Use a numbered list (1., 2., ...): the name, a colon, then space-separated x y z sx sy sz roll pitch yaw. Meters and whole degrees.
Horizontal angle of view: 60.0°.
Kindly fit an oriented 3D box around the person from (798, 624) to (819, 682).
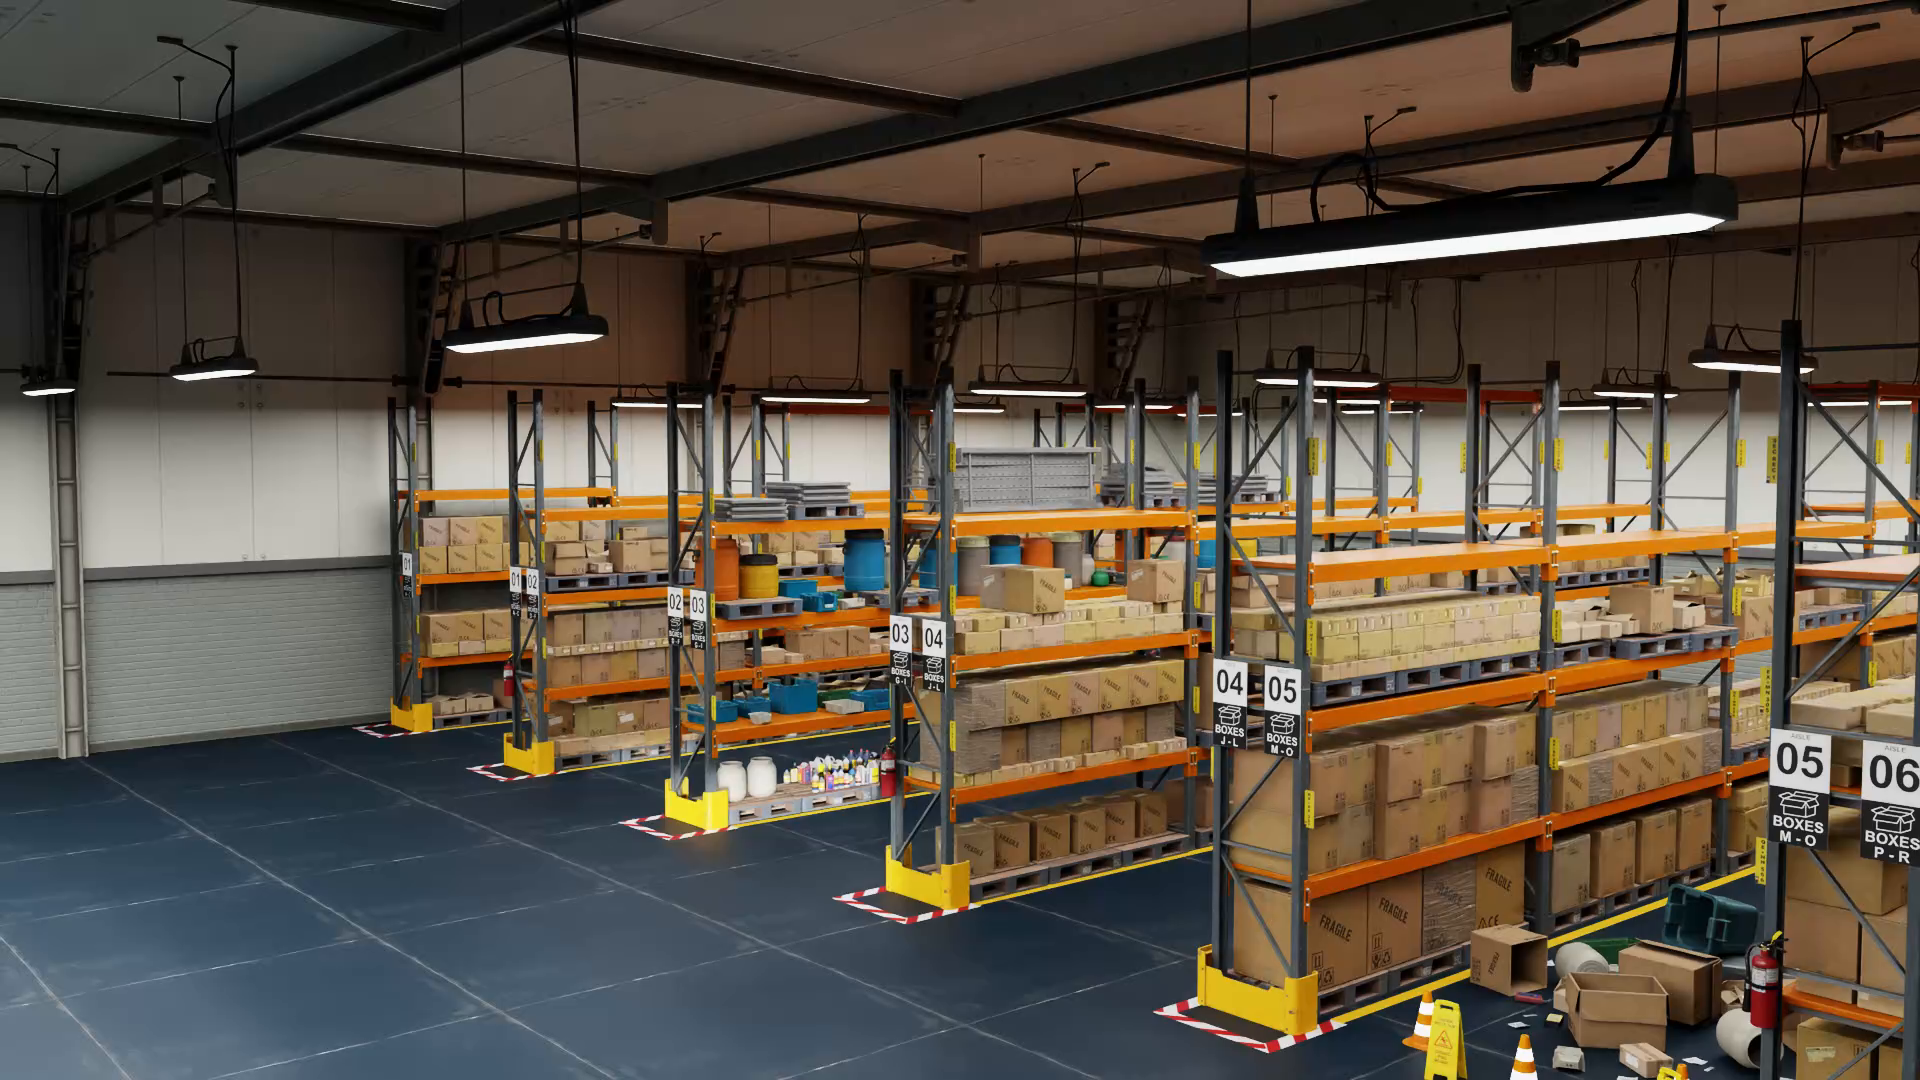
1. person: -2.979 2.464 32.883 0.580 1.731 0.404 -1 4 -24
